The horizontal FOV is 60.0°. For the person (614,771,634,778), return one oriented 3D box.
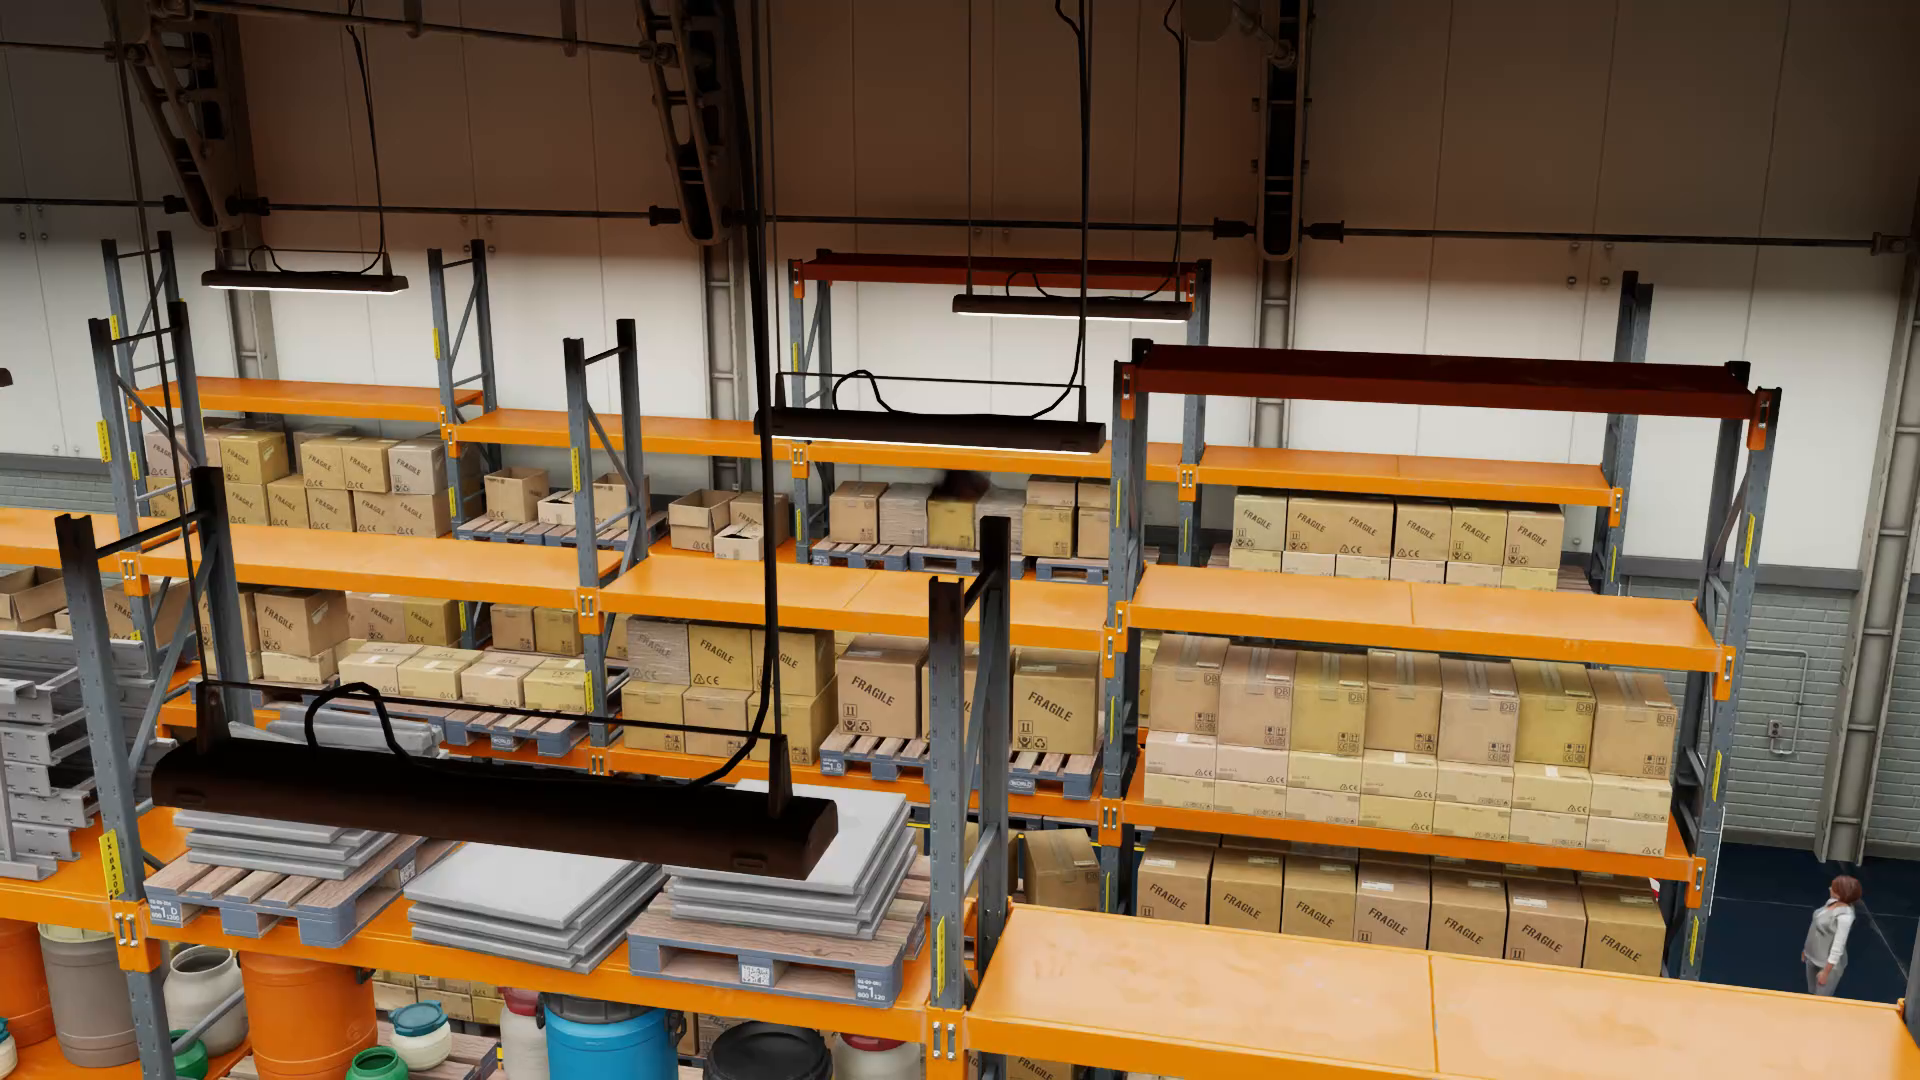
[{"bbox_3d":[-3.108,2.905,15.654,0.596,1.575,0.459,-1,16,-3],"label":"person"}]

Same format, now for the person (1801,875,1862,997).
[{"bbox_3d":[7.120,3.482,13.674,0.460,1.611,0.436,-2,16,-6],"label":"person"}]
